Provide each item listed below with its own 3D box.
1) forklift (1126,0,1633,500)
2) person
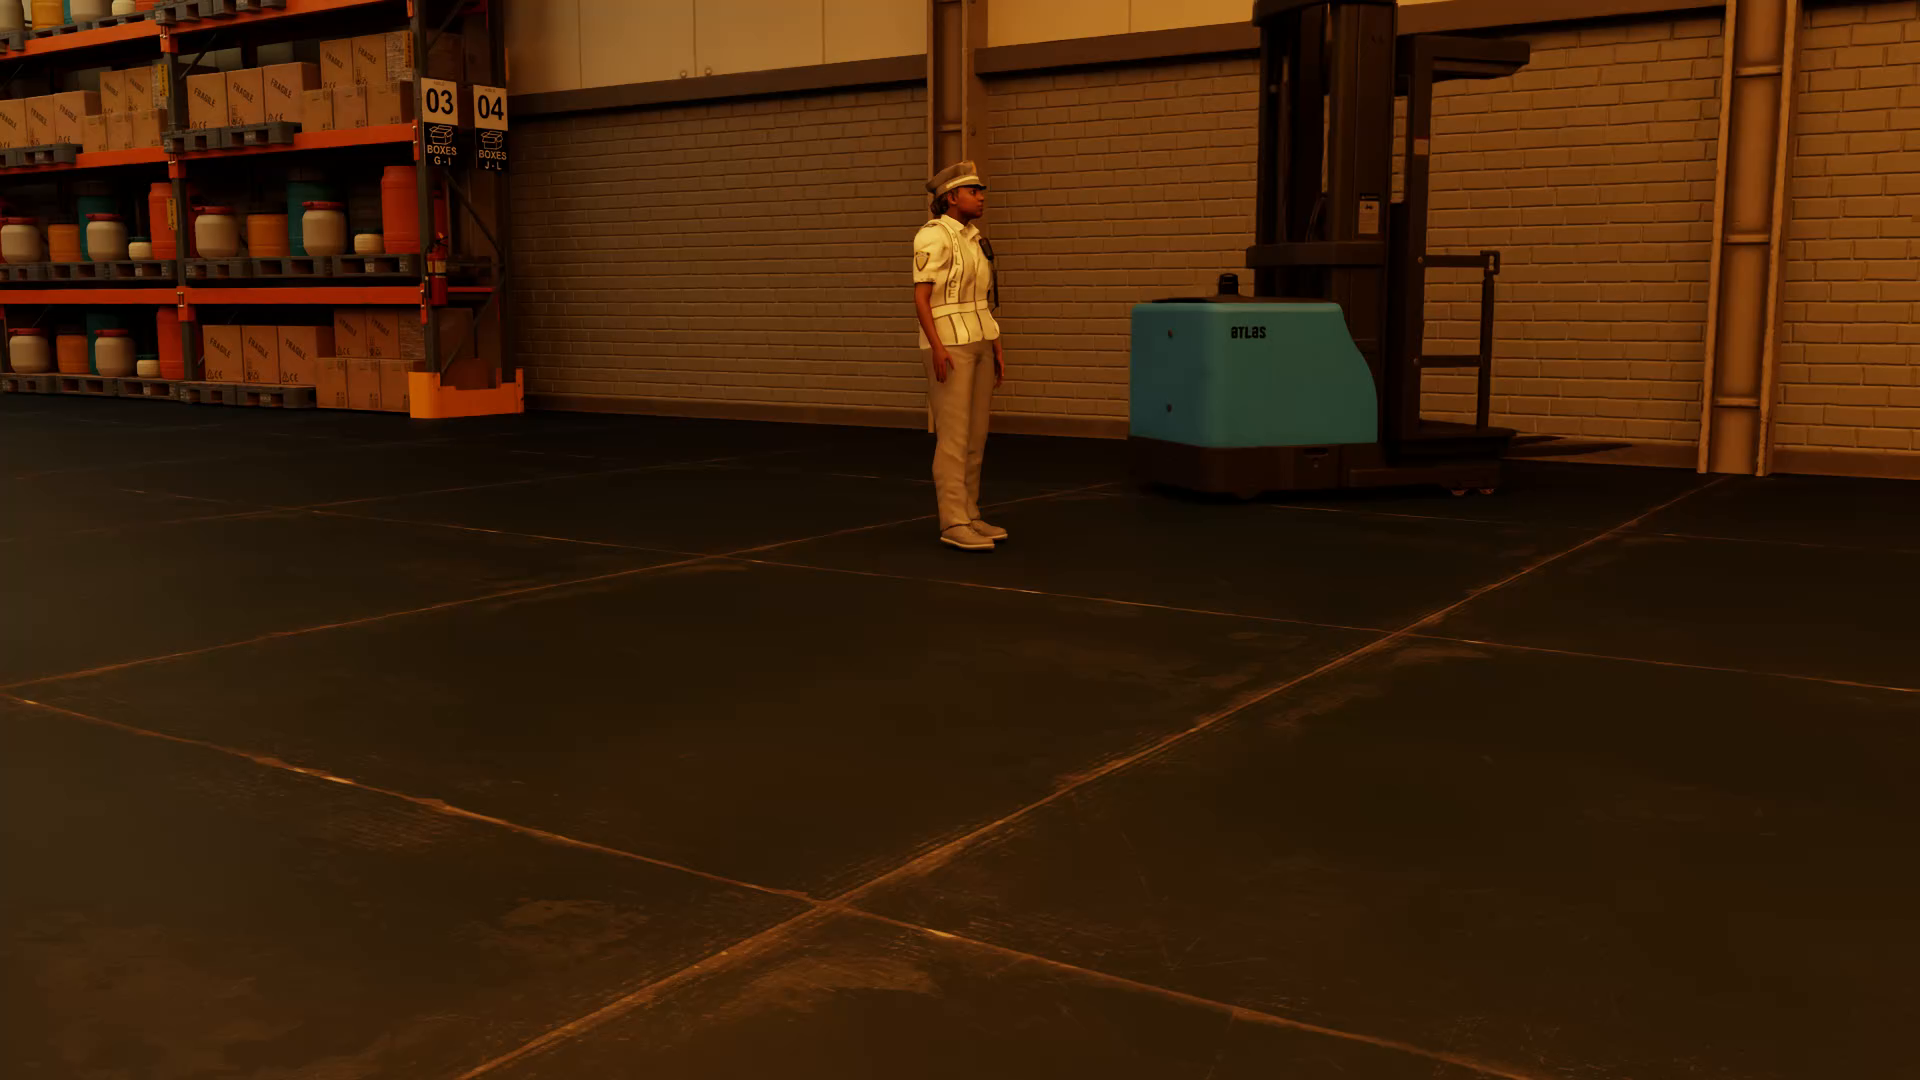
[{"bbox_3d":[2.541,-1.772,9.652,3.031,2.935,1.130,-3,9,-21],"label":"forklift"},{"bbox_3d":[0.051,-0.838,7.425,0.530,1.695,0.569,5,10,34],"label":"person"}]
